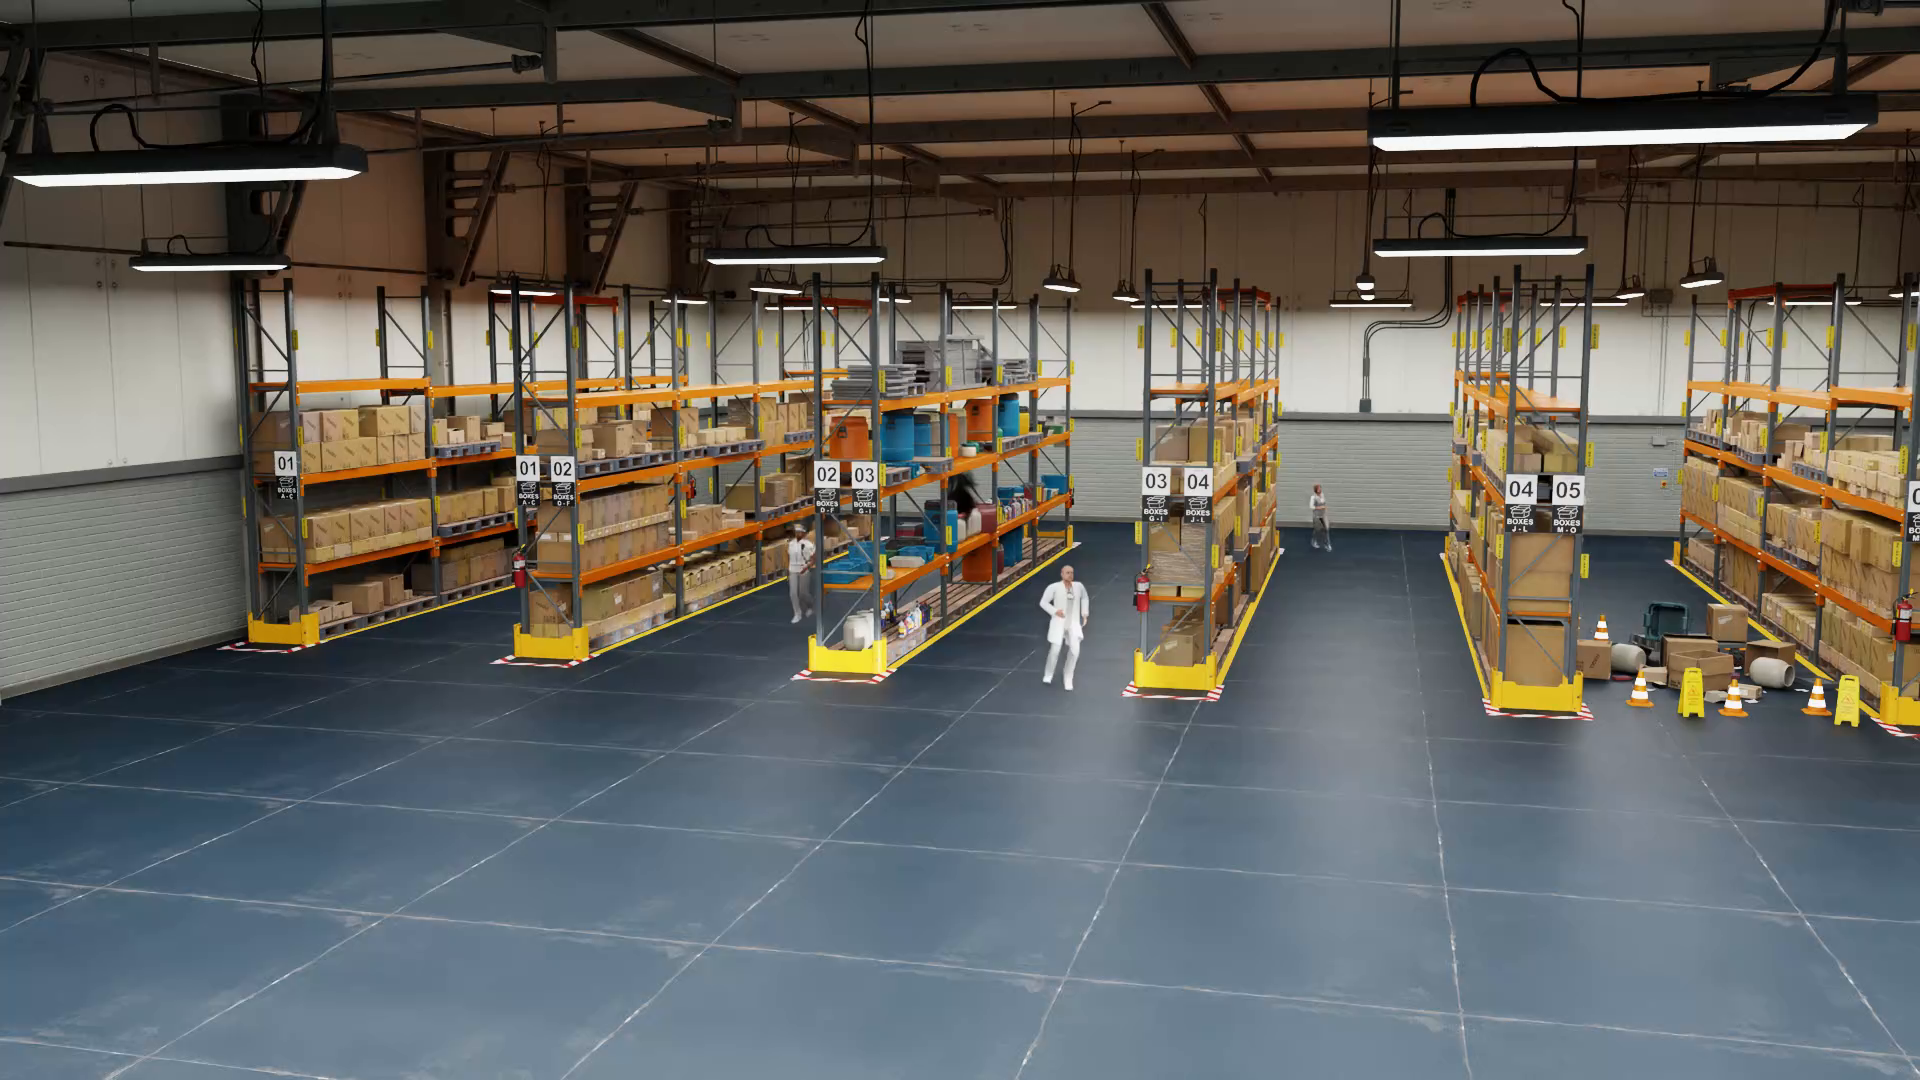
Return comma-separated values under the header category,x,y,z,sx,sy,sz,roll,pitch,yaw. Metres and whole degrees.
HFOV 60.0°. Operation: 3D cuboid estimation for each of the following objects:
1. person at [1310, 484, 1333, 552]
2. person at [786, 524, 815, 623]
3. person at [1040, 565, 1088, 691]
category,x,y,z,sx,sy,sz,roll,pitch,yaw
person,8.525,-0.536,39.652,0.533,1.600,0.752,-3,7,-23
person,-2.755,0.554,28.690,0.590,1.683,0.667,2,7,16
person,1.521,1.384,24.076,0.767,1.601,0.728,-1,7,-11
